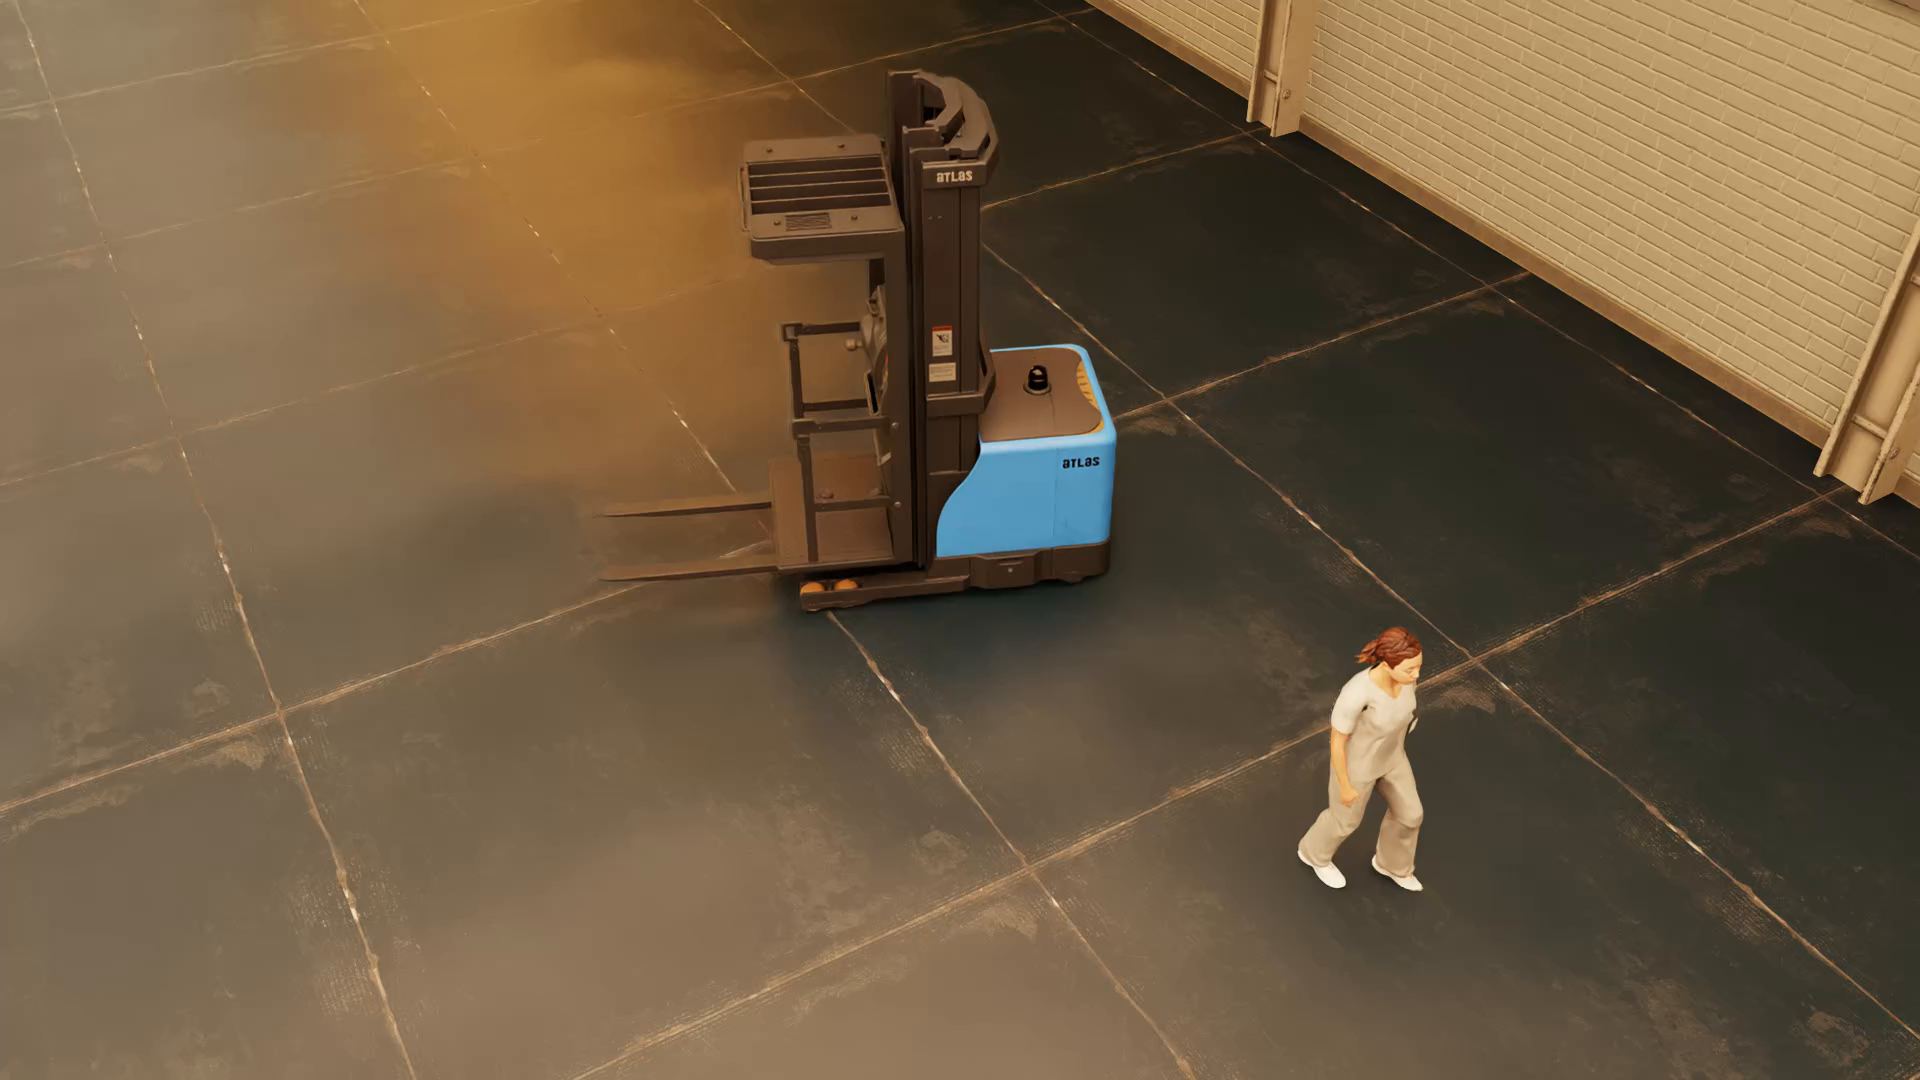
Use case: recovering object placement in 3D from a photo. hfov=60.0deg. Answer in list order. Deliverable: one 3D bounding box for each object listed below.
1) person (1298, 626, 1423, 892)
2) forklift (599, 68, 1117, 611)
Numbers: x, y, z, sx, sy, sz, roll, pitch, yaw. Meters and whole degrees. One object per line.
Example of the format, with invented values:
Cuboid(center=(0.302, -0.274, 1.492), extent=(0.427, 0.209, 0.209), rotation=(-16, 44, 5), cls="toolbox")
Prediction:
Cuboid(center=(1.950, 1.071, 7.786), extent=(0.550, 1.707, 0.554), rotation=(-23, 45, -25), cls="person")
Cuboid(center=(-0.654, -1.070, 9.327), extent=(3.031, 2.935, 1.130), rotation=(-5, 40, -6), cls="forklift")
